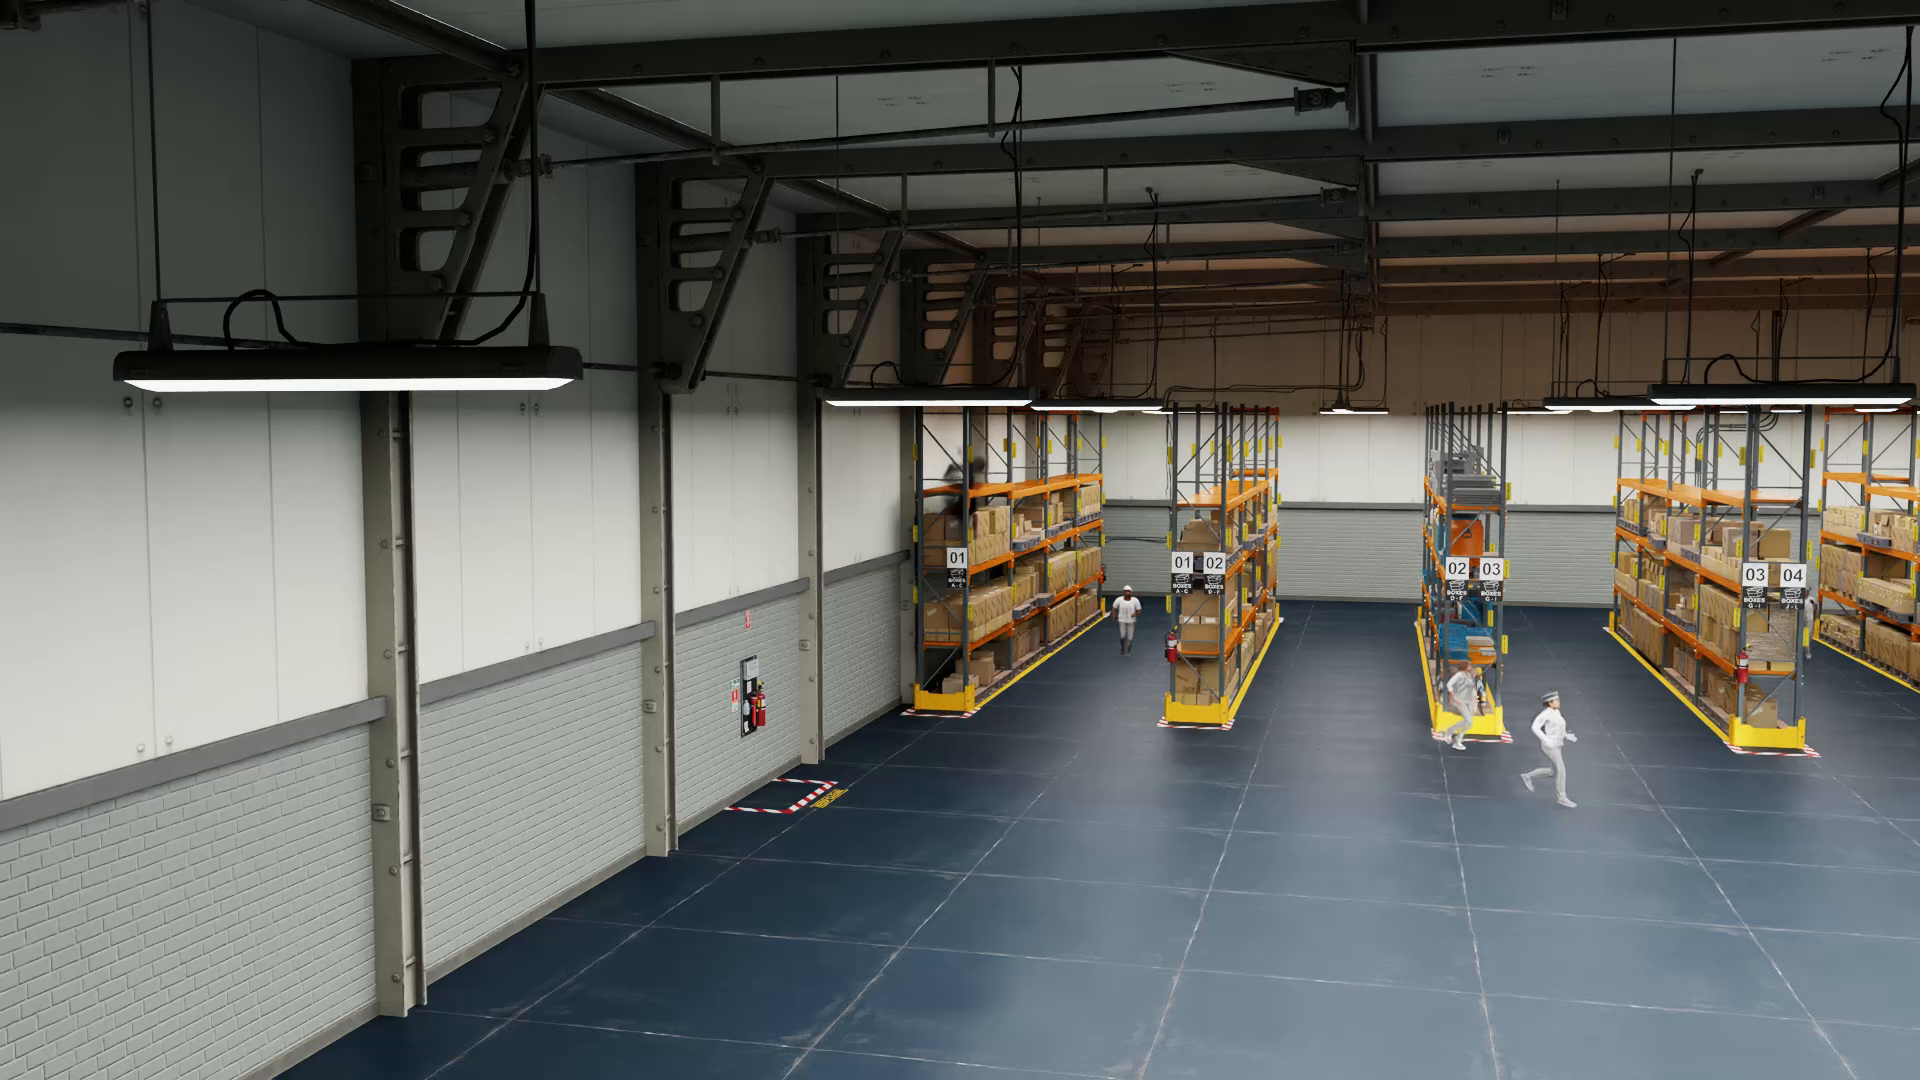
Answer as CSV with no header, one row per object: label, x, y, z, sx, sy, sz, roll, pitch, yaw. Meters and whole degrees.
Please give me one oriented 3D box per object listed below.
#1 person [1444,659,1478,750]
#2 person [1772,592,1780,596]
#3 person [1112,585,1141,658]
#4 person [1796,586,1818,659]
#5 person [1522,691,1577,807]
person,8.706,2.833,28.776,0.490,1.549,0.592,4,6,43
person,21.374,1.611,43.869,0.932,1.718,0.764,-1,4,-16
person,3.951,1.942,39.427,0.692,1.724,0.607,0,4,4
person,20.218,1.938,39.814,0.587,1.729,0.934,1,4,15
person,8.739,3.074,24.666,0.843,1.696,0.618,3,5,39
